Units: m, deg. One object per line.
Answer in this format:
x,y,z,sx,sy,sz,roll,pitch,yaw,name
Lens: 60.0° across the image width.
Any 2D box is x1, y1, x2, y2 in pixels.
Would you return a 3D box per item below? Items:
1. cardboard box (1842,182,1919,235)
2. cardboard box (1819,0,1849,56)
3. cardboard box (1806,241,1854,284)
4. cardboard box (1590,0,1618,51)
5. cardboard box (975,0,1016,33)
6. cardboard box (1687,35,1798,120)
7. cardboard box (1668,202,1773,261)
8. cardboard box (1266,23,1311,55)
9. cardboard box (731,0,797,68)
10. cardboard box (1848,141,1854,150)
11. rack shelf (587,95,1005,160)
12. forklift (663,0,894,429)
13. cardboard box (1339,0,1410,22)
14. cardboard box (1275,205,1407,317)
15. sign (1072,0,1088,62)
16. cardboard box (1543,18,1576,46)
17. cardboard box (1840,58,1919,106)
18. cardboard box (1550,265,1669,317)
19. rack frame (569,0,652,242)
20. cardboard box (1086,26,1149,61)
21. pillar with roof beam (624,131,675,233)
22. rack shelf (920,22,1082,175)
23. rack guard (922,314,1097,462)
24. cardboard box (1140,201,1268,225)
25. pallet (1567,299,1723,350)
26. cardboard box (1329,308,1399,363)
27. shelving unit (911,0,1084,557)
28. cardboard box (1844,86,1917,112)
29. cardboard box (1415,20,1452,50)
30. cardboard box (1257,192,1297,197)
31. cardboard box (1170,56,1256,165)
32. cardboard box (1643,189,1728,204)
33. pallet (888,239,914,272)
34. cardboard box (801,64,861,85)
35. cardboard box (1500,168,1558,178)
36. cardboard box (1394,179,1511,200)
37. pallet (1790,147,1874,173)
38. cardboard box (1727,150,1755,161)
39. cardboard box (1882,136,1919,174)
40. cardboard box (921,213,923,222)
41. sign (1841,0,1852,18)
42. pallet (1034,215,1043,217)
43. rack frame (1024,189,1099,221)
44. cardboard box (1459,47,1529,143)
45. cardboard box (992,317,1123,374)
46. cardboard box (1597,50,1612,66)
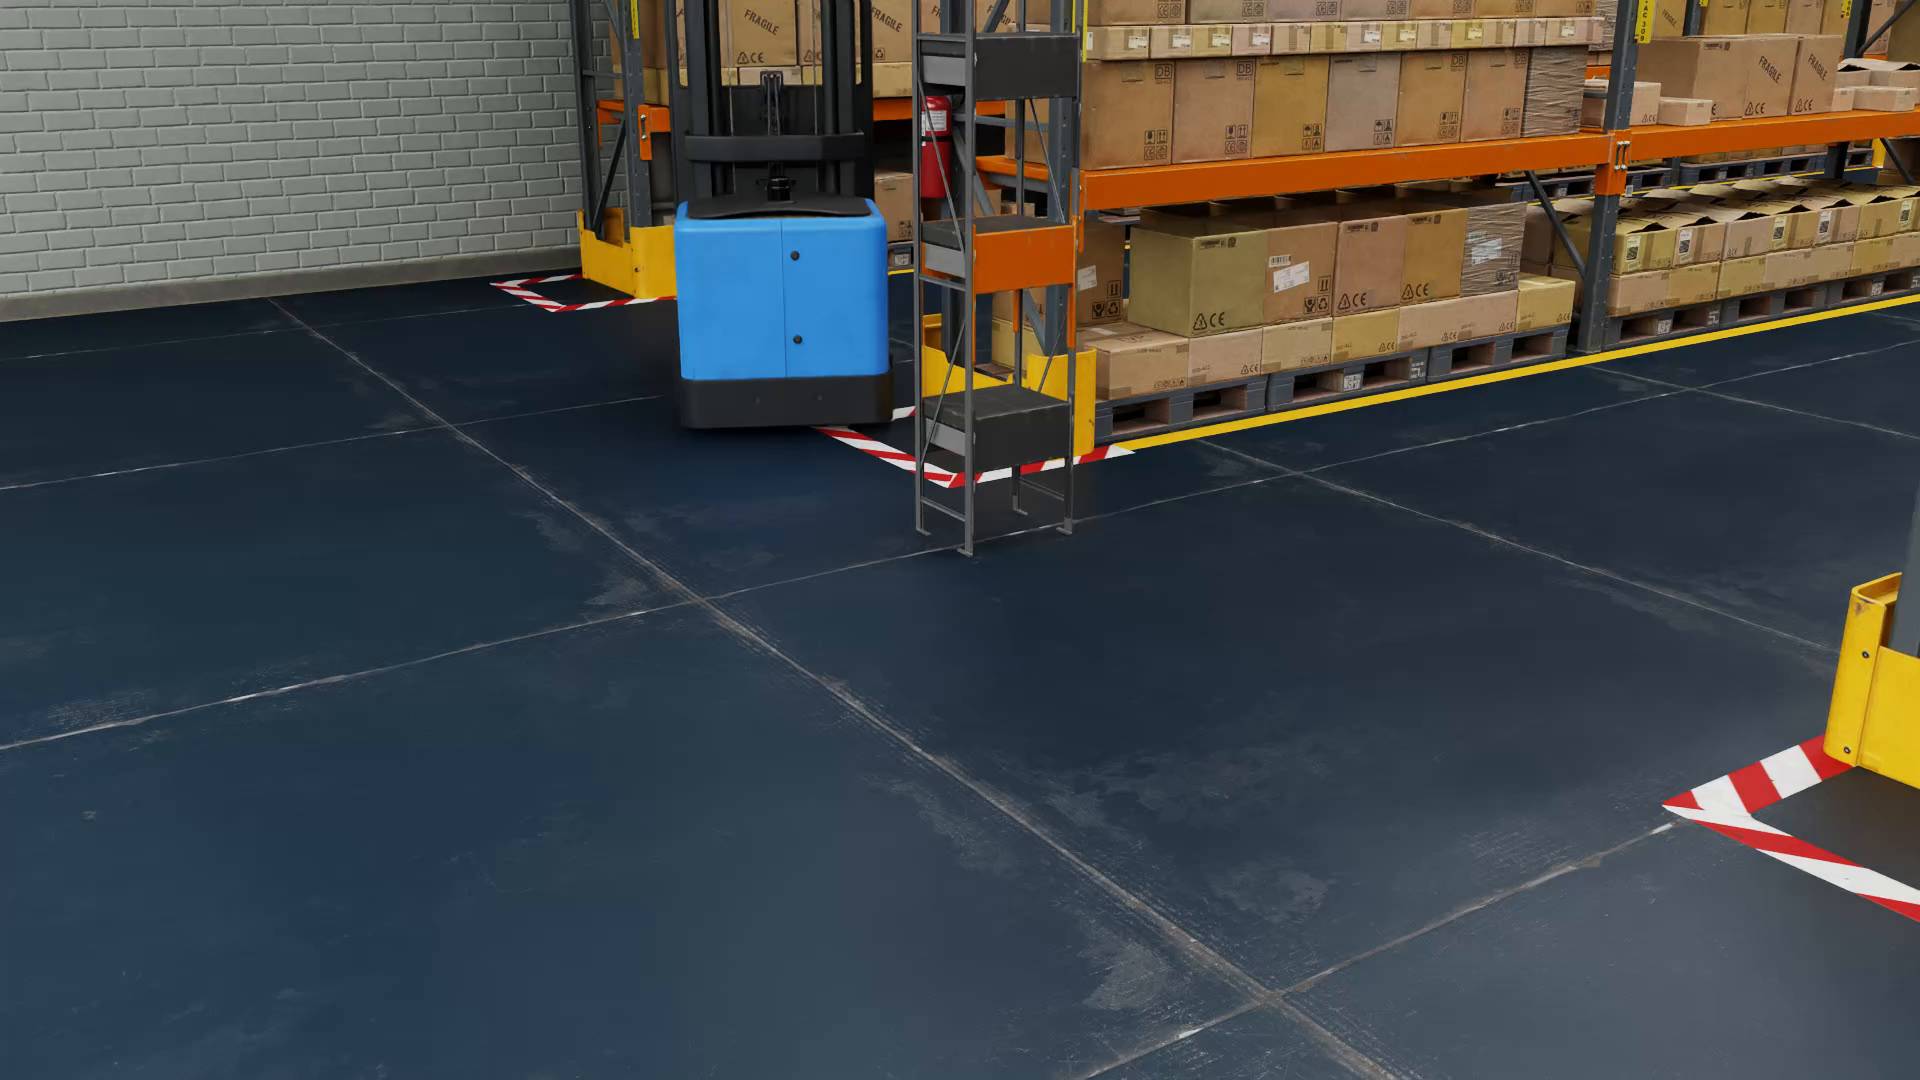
6.605,-2.386,11.881,0.500,0.311,0.500,-11,22,-30,cardboard box
9.839,-6.034,19.442,0.700,0.700,0.980,-12,22,-32,cardboard box
5.751,-1.941,11.441,0.500,0.250,0.500,-11,22,-30,cardboard box
6.428,-5.282,17.032,0.500,0.500,0.500,-12,22,-31,cardboard box
0.200,-4.040,13.044,0.500,0.500,0.500,-12,22,-32,cardboard box
5.075,-3.037,10.889,0.500,0.500,0.500,-12,22,-31,cardboard box
4.901,-2.024,10.811,0.500,0.311,0.500,-13,22,-33,cardboard box
1.533,-2.522,8.351,0.250,0.149,0.380,-13,23,-33,cardboard box
-1.520,-3.679,11.976,0.500,0.500,0.500,-12,22,-31,cardboard box
10.331,-4.981,20.041,0.500,0.500,0.700,-12,22,-31,cardboard box
-0.832,-3.309,12.972,4.000,0.370,1.077,-12,22,-31,rack shelf
-1.041,-2.362,9.154,1.130,2.935,3.031,-2,19,-7,forklift
1.942,-2.995,8.737,0.500,0.500,0.700,-12,22,-31,cardboard box
2.050,-1.523,9.034,0.500,0.500,0.500,-12,22,-31,cardboard box
0.526,-2.271,7.304,0.005,0.325,0.100,-12,22,-31,sign
3.249,-2.884,9.424,0.250,0.149,0.380,-12,22,-33,cardboard box
6.579,-3.288,11.925,0.500,0.311,0.500,-10,21,-28,cardboard box
4.039,-1.579,10.369,0.500,0.250,0.500,-13,22,-33,cardboard box
-2.502,-3.298,11.815,0.127,3.000,1.000,-12,22,-31,rack frame
0.672,-2.339,7.812,0.250,0.149,0.380,-12,22,-32,cardboard box
-0.026,-5.343,8.497,0.400,9.000,9.100,-12,22,-31,pillar with roof beam
0.138,-1.674,6.275,0.480,0.518,0.431,-12,22,-31,rack shelf
0.205,-0.785,8.286,0.348,0.500,1.175,-12,22,-31,rack guard
1.337,-1.579,9.198,0.500,0.500,0.500,-12,22,-31,cardboard box
4.160,-1.497,10.843,1.213,0.211,1.003,-12,22,-31,pallet
2.049,-1.168,9.155,0.500,0.250,0.500,-12,22,-31,cardboard box
0.138,-1.024,6.495,0.503,2.100,0.431,-12,22,-31,shelving unit
6.308,-3.031,11.419,0.250,0.149,0.380,-12,22,-31,cardboard box
2.396,-2.704,8.890,0.250,0.149,0.380,-11,22,-30,cardboard box
2.713,-3.435,15.439,0.500,0.500,0.700,-12,22,-32,cardboard box
1.058,-2.193,8.392,0.500,0.500,0.700,-11,22,-30,cardboard box
5.018,-2.256,11.496,0.500,0.311,0.500,-12,22,-32,cardboard box
-0.723,-2.337,13.328,1.213,0.211,1.003,-12,22,-31,pallet
-1.065,-3.420,12.382,0.500,0.250,0.500,-12,22,-32,cardboard box
5.601,-4.134,16.991,0.750,0.750,0.750,-12,22,-32,cardboard box
3.007,-1.931,10.241,0.500,0.500,0.500,-12,22,-31,cardboard box
10.236,-4.633,20.119,1.213,0.211,1.003,-12,22,-31,pallet
8.622,-4.618,18.968,0.500,0.500,0.700,-12,22,-32,cardboard box
7.604,-3.000,12.981,0.500,0.250,0.500,-11,22,-29,cardboard box
-0.508,-2.584,13.468,0.250,0.149,0.380,-14,23,-36,cardboard box
6.601,-4.037,12.318,0.005,0.325,0.100,-12,22,-31,sign
0.297,-2.553,13.968,1.213,0.211,1.003,-12,22,-31,pallet
0.839,-4.002,13.899,0.127,3.000,1.000,-12,22,-31,rack frame
2.762,-2.551,9.450,0.500,0.500,0.700,-12,22,-32,cardboard box
0.511,-1.043,8.784,0.500,0.250,0.500,-12,22,-31,cardboard box
6.526,-4.995,17.196,0.250,0.149,0.380,-12,22,-31,cardboard box
